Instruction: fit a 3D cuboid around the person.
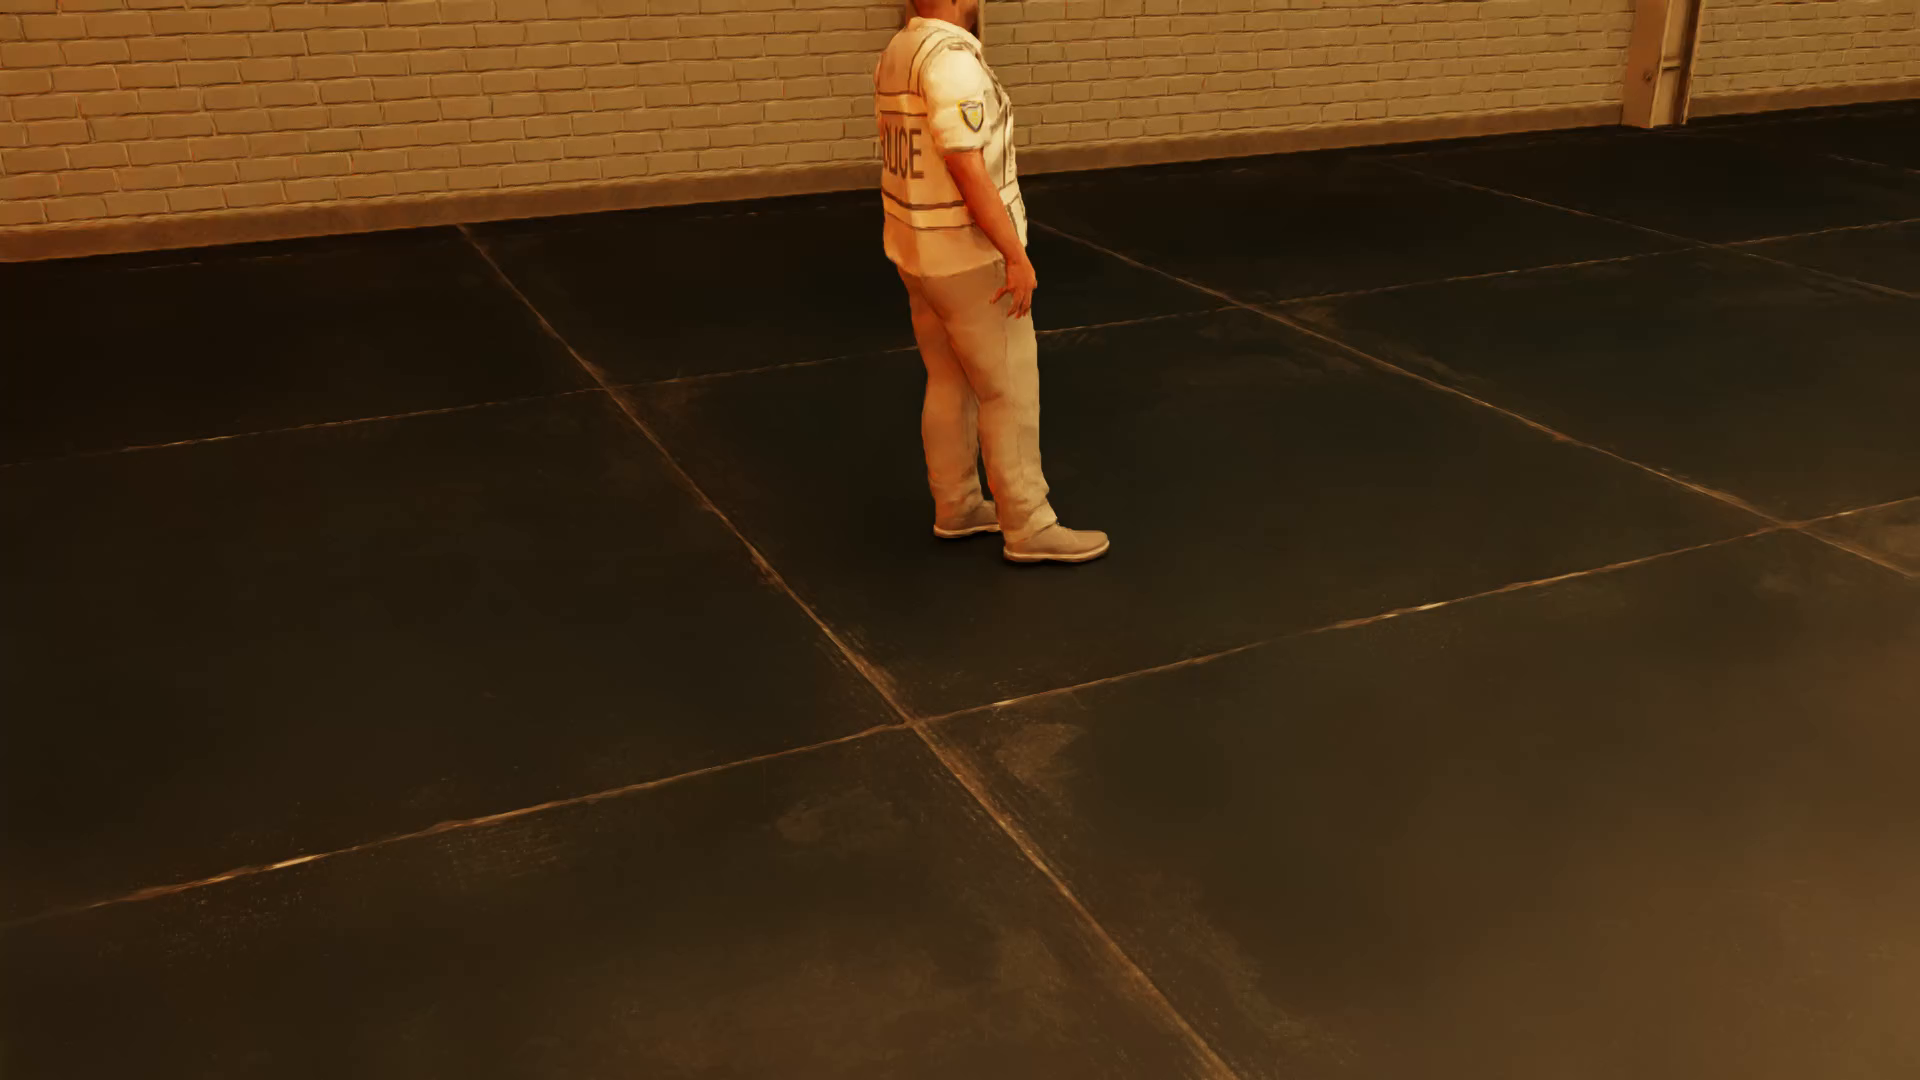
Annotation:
[{"bbox_3d":[0.076,-0.839,4.782,0.574,1.781,0.640,-10,25,-23],"label":"person"}]
